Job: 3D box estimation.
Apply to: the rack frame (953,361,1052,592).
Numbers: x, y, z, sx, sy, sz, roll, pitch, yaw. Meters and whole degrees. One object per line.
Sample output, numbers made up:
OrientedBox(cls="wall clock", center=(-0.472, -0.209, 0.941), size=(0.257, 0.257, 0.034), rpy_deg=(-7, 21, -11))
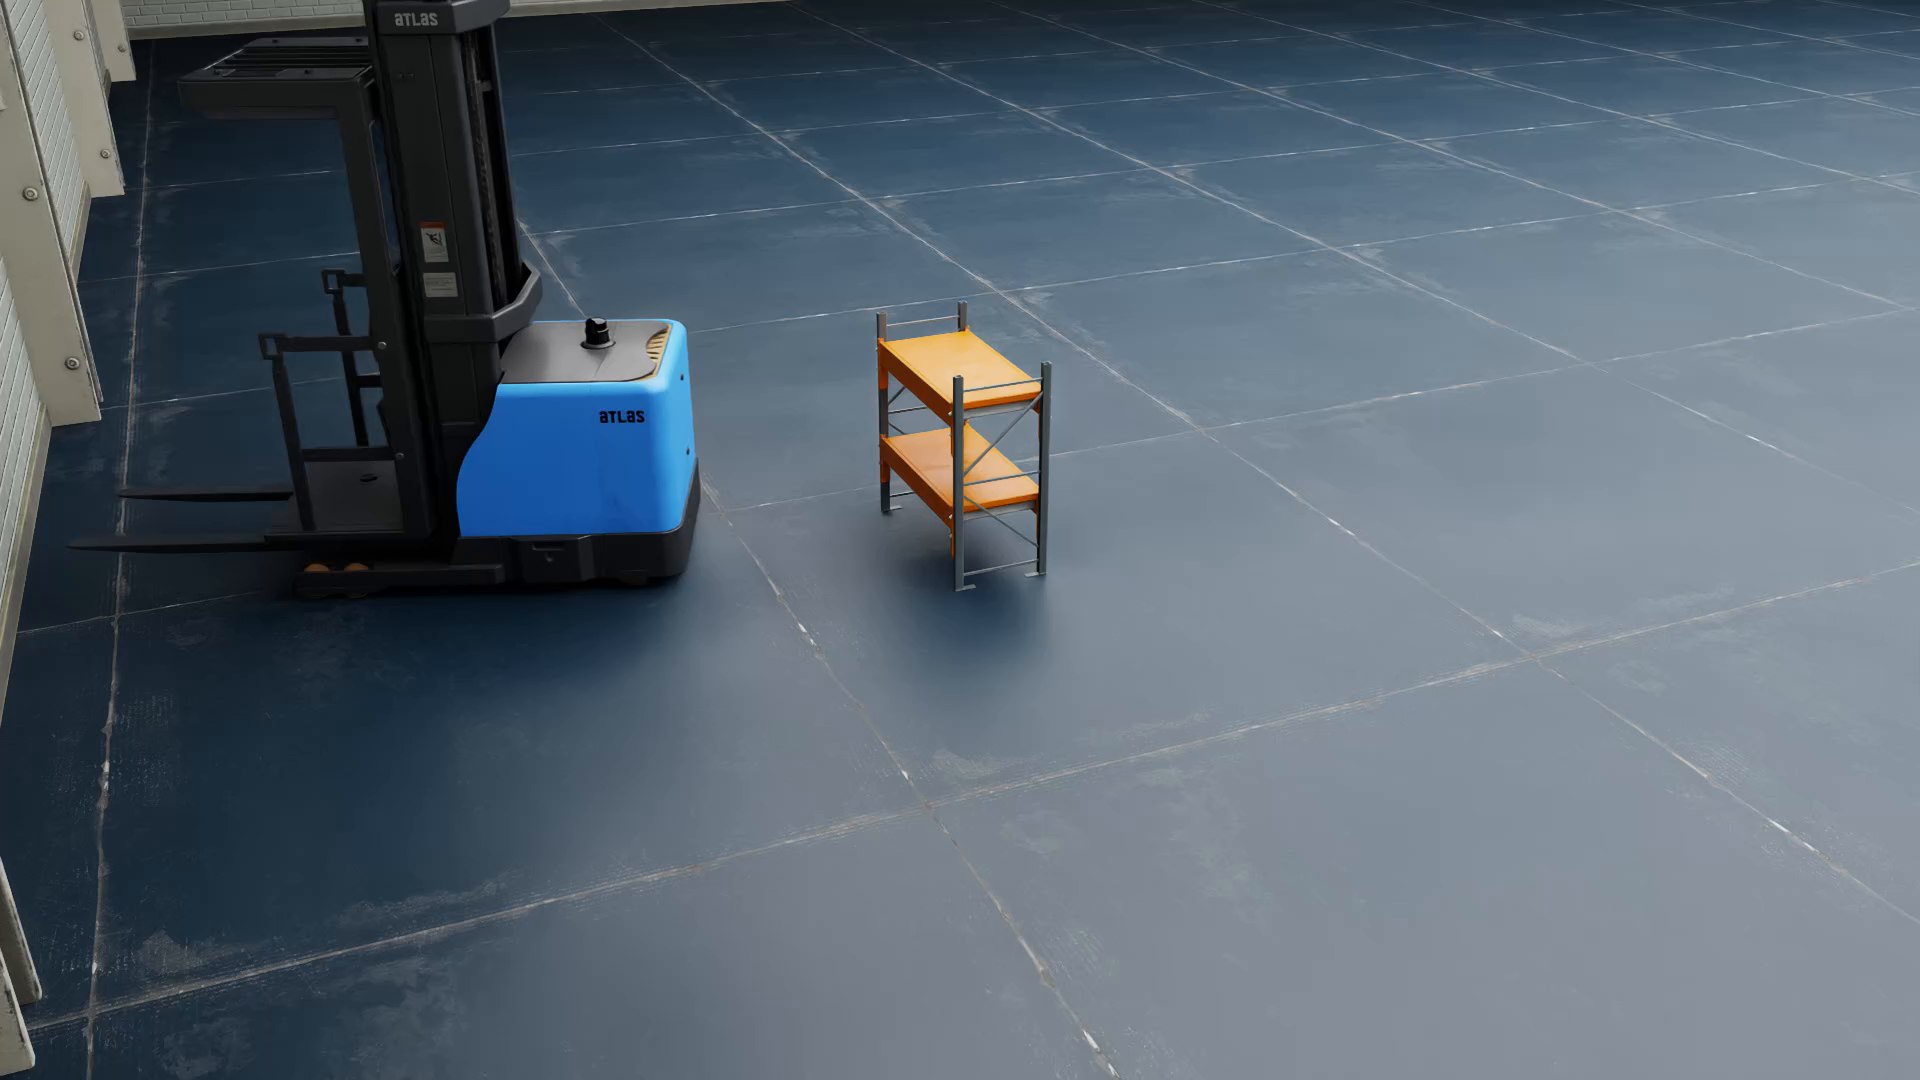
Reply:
OrientedBox(cls="rack frame", center=(0.202, -0.298, 8.077), size=(0.500, 1.125, 0.032), rpy_deg=(-11, 28, -21))

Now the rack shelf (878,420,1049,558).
OrientedBox(cls="rack shelf", center=(0.003, -0.283, 8.605), size=(0.538, 0.278, 1.000), rpy_deg=(-11, 28, -21))

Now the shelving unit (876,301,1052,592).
OrientedBox(cls="shelving unit", center=(0.003, -0.503, 8.498), size=(0.538, 1.125, 1.048), rpy_deg=(-11, 28, -21))

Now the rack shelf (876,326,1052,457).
OrientedBox(cls="rack shelf", center=(0.003, -0.766, 8.369), size=(0.538, 0.278, 1.000), rpy_deg=(-11, 28, -21))

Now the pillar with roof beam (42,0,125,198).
OrientedBox(cls="pillar with roof beam", center=(-3.913, -7.999, 14.877), size=(9.100, 9.000, 0.400), rpy_deg=(-11, 28, -21))

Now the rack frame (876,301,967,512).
OrientedBox(cls="rack frame", center=(-0.196, -0.708, 8.918), size=(0.500, 1.125, 0.032), rpy_deg=(-11, 28, -21))

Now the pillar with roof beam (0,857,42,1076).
OrientedBox(cls="pillar with roof beam", center=(0.787, -3.155, 4.955), size=(9.100, 9.000, 0.400), rpy_deg=(-11, 28, -21))

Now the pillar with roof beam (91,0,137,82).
OrientedBox(cls="pillar with roof beam", center=(-6.262, -10.422, 19.838), size=(9.100, 9.000, 0.400), rpy_deg=(-11, 28, -21))

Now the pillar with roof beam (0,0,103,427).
OrientedBox(cls="pillar with roof beam", center=(-1.563, -5.577, 9.916), size=(9.100, 9.000, 0.400), rpy_deg=(-11, 28, -21))

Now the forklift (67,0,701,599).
OrientedBox(cls="forklift", center=(-2.903, -1.267, 8.004), size=(3.031, 2.935, 1.130), rpy_deg=(-1, 26, -3))
